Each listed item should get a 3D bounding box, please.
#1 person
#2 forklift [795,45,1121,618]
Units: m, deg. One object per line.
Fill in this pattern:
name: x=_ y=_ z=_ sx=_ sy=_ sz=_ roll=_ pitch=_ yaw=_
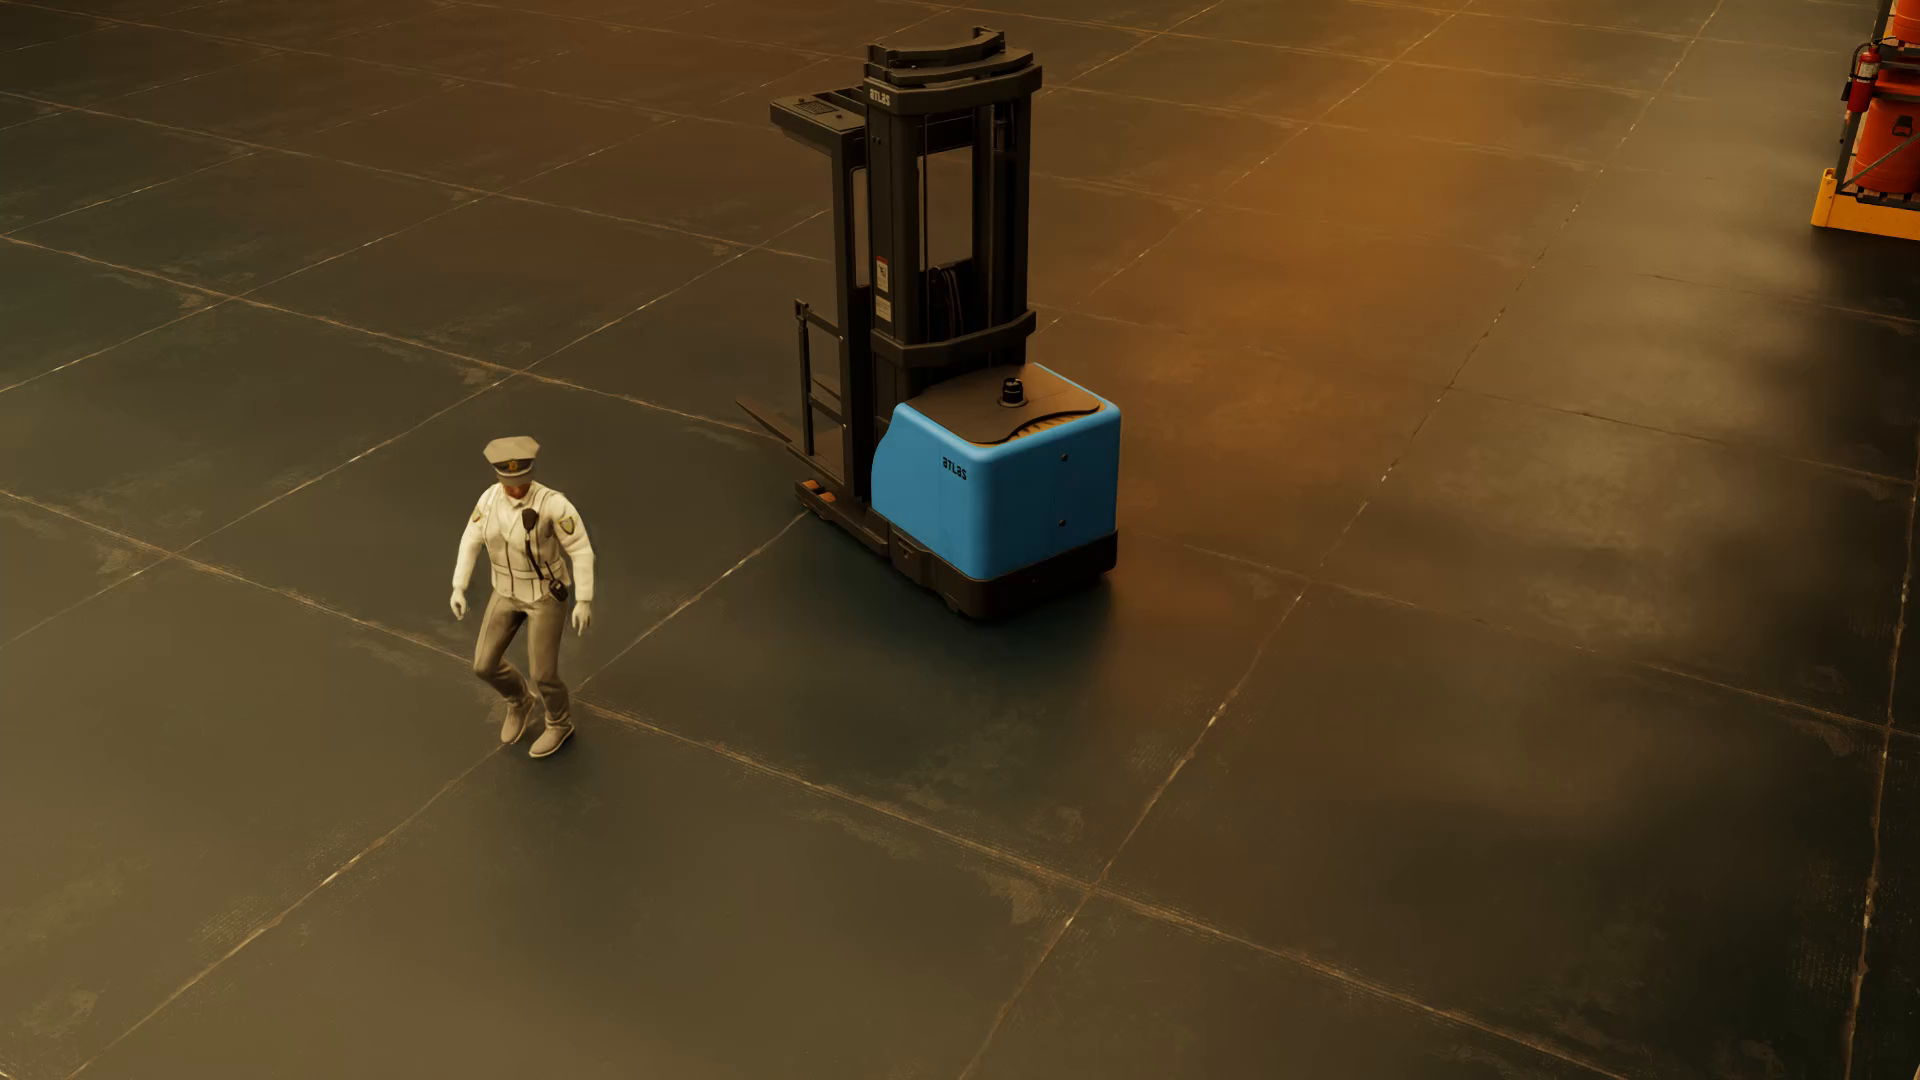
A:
person: x=-2.019 y=0.324 z=7.850 sx=0.738 sy=1.633 sz=0.435 roll=13 pitch=32 yaw=21
forklift: x=-0.046 y=-1.274 z=9.341 sx=1.129 sy=2.867 sz=1.939 roll=-20 pitch=35 yaw=-31
